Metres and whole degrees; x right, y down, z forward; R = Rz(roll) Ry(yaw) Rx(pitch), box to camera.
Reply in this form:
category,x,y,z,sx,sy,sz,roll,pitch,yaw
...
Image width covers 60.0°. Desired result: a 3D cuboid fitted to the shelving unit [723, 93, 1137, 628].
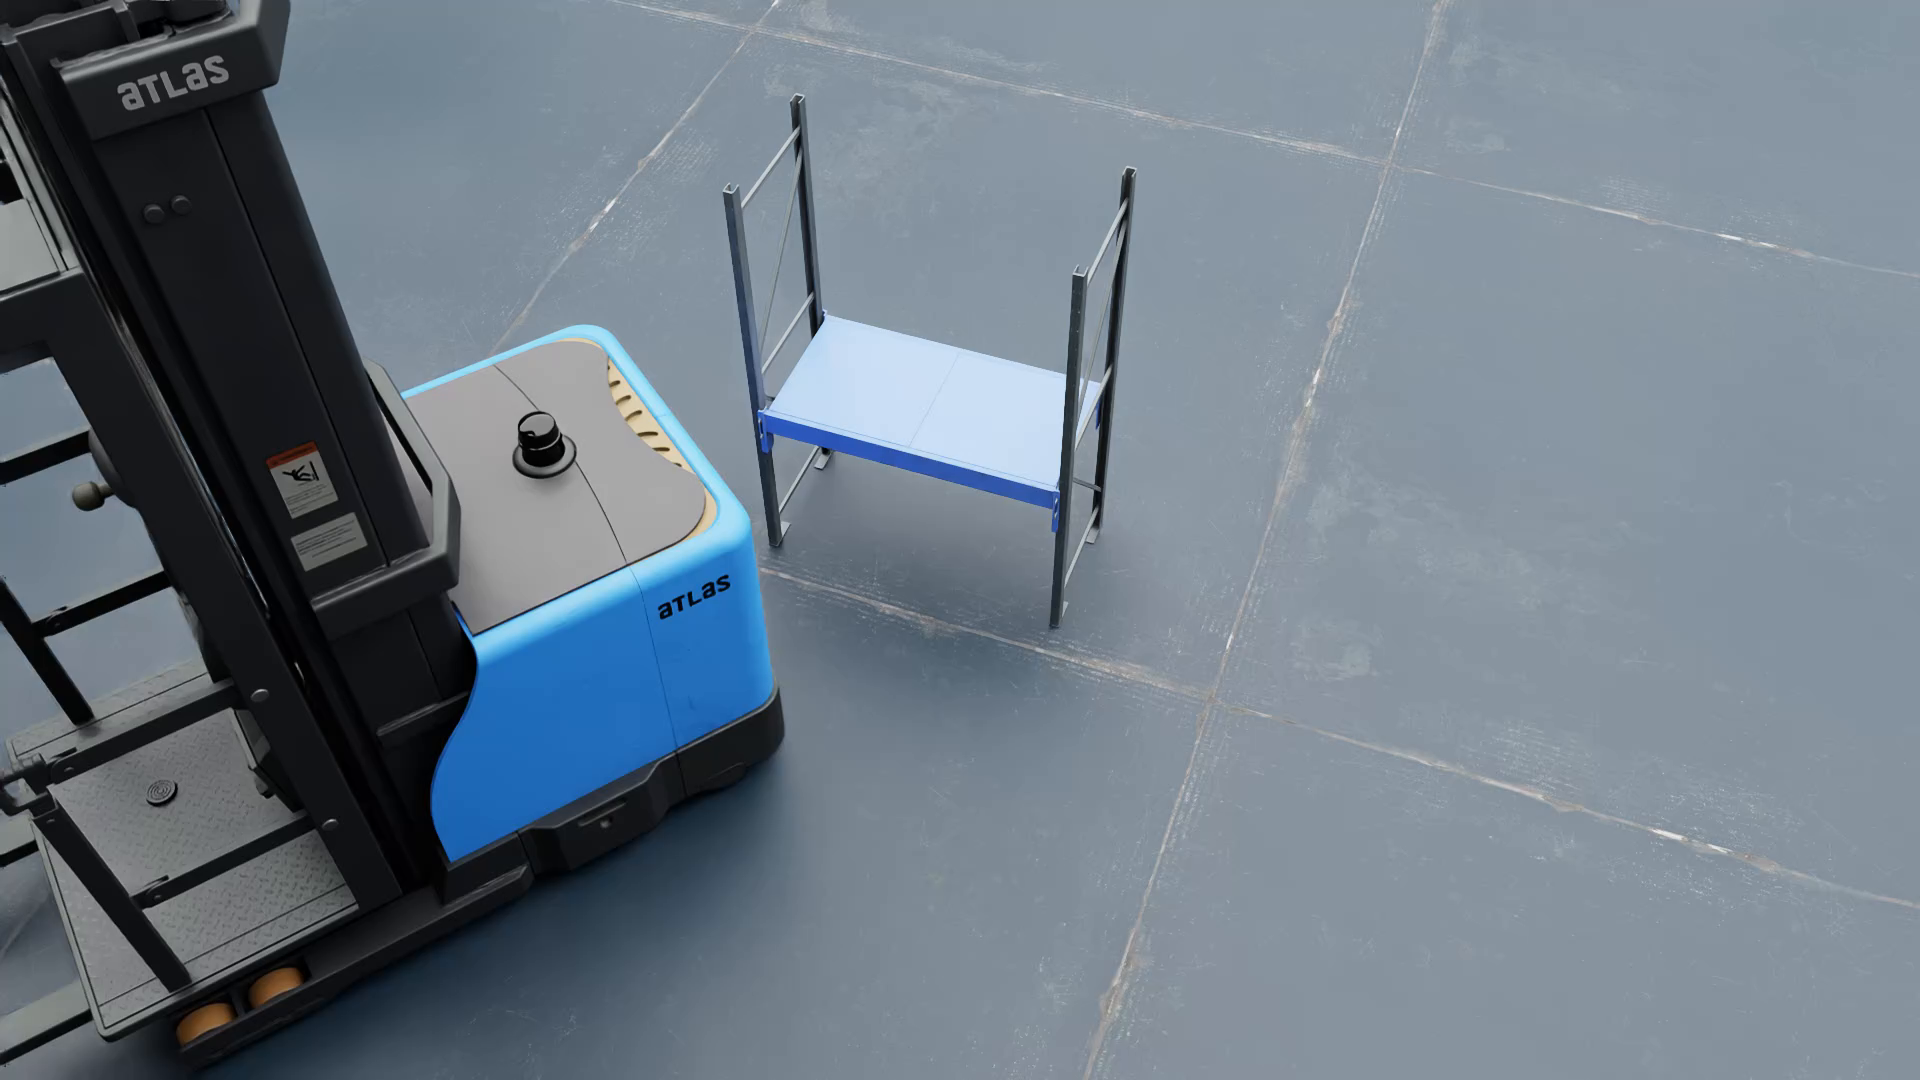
category,x,y,z,sx,sy,sz,roll,pitch,yaw
shelving unit,-0.080,-0.514,5.203,1.048,1.500,0.538,16,51,13

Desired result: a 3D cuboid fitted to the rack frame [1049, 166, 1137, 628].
category,x,y,z,sx,sy,sz,roll,pitch,yaw
rack frame,0.397,-0.380,5.087,0.032,1.500,0.500,16,51,13

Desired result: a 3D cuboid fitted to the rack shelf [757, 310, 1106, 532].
category,x,y,z,sx,sy,sz,roll,pitch,yaw
rack shelf,-0.080,-0.396,5.339,1.000,0.185,0.538,16,51,13

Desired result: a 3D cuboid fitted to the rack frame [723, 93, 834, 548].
category,x,y,z,sx,sy,sz,roll,pitch,yaw
rack frame,-0.557,-0.647,5.318,0.032,1.500,0.500,16,51,13

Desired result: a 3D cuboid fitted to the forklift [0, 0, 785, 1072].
category,x,y,z,sx,sy,sz,roll,pitch,yaw
forklift,-2.058,-0.007,3.816,3.031,2.935,1.130,-26,54,-21
